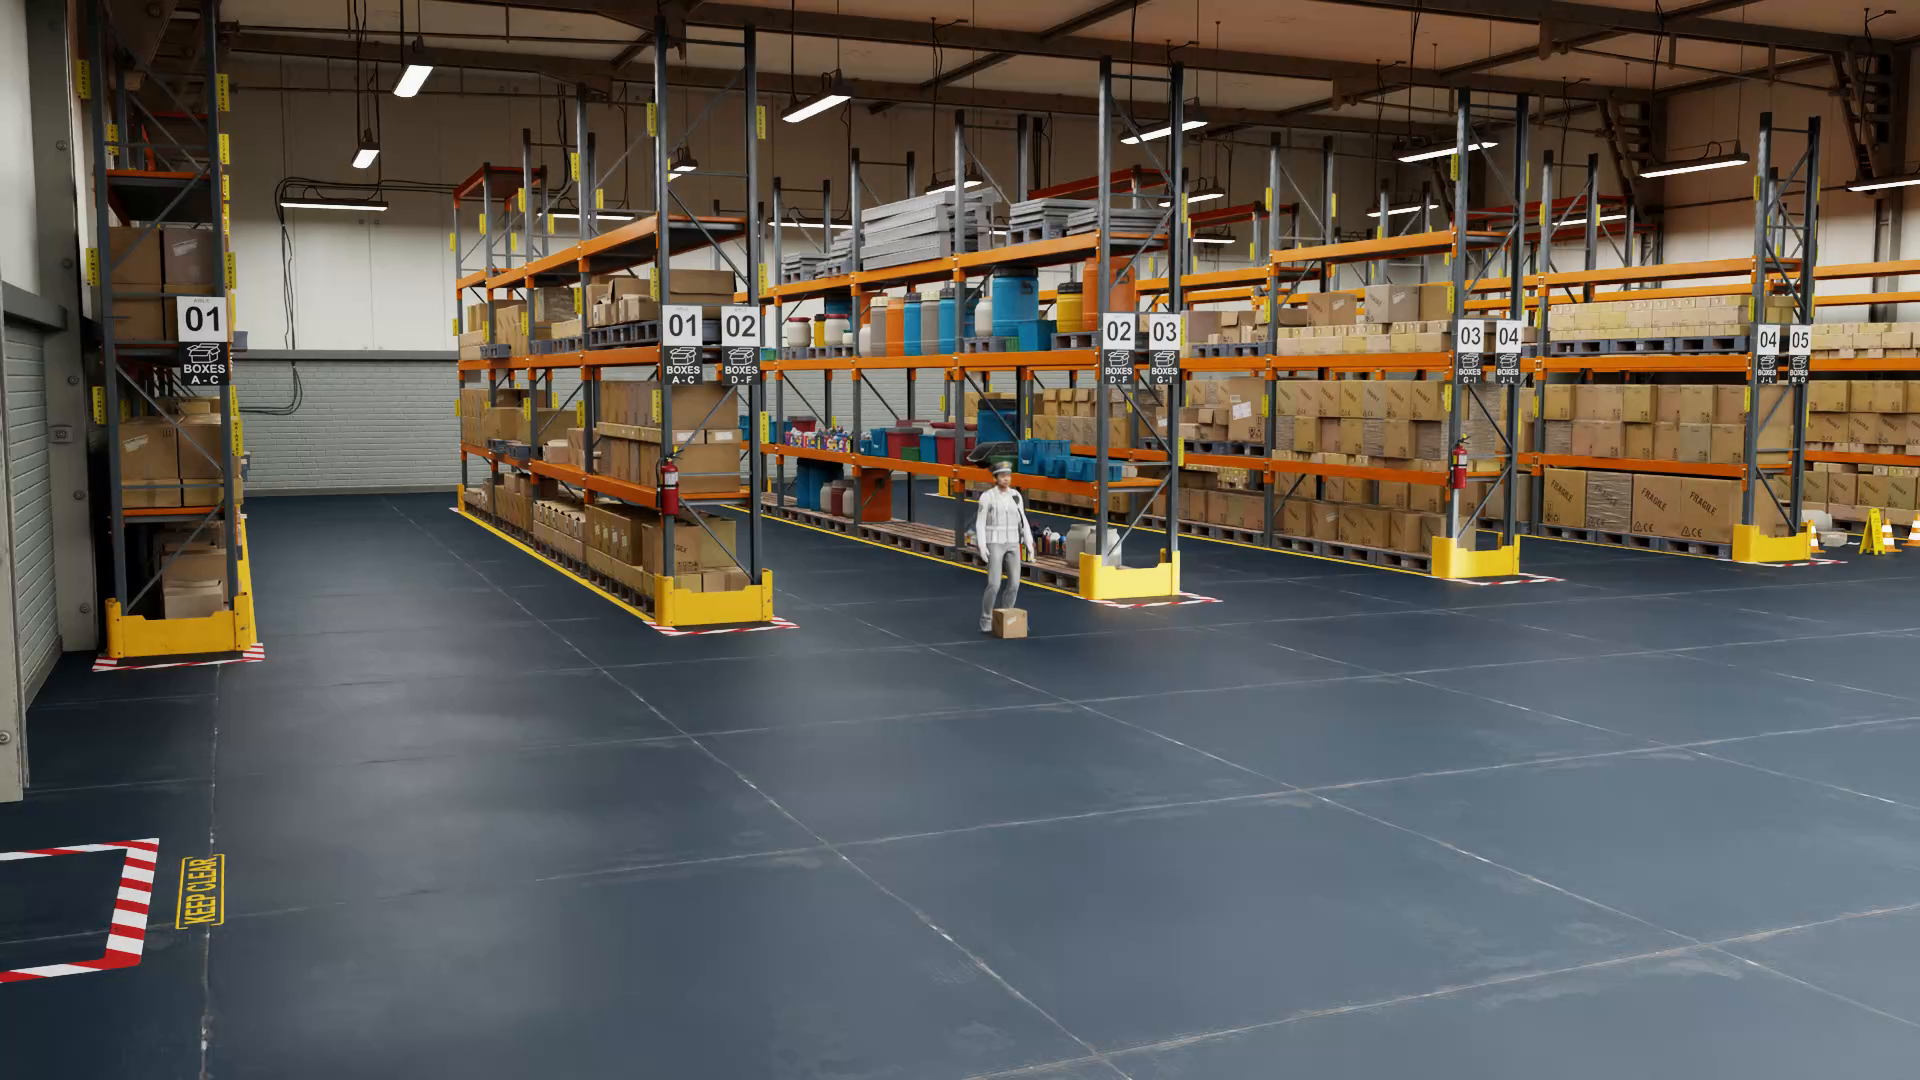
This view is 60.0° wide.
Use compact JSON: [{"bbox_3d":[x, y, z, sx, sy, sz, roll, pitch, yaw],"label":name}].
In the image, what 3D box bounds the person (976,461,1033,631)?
[{"bbox_3d":[0.437,0.095,16.403,0.568,1.759,0.347,-2,6,-24],"label":"person"}]
